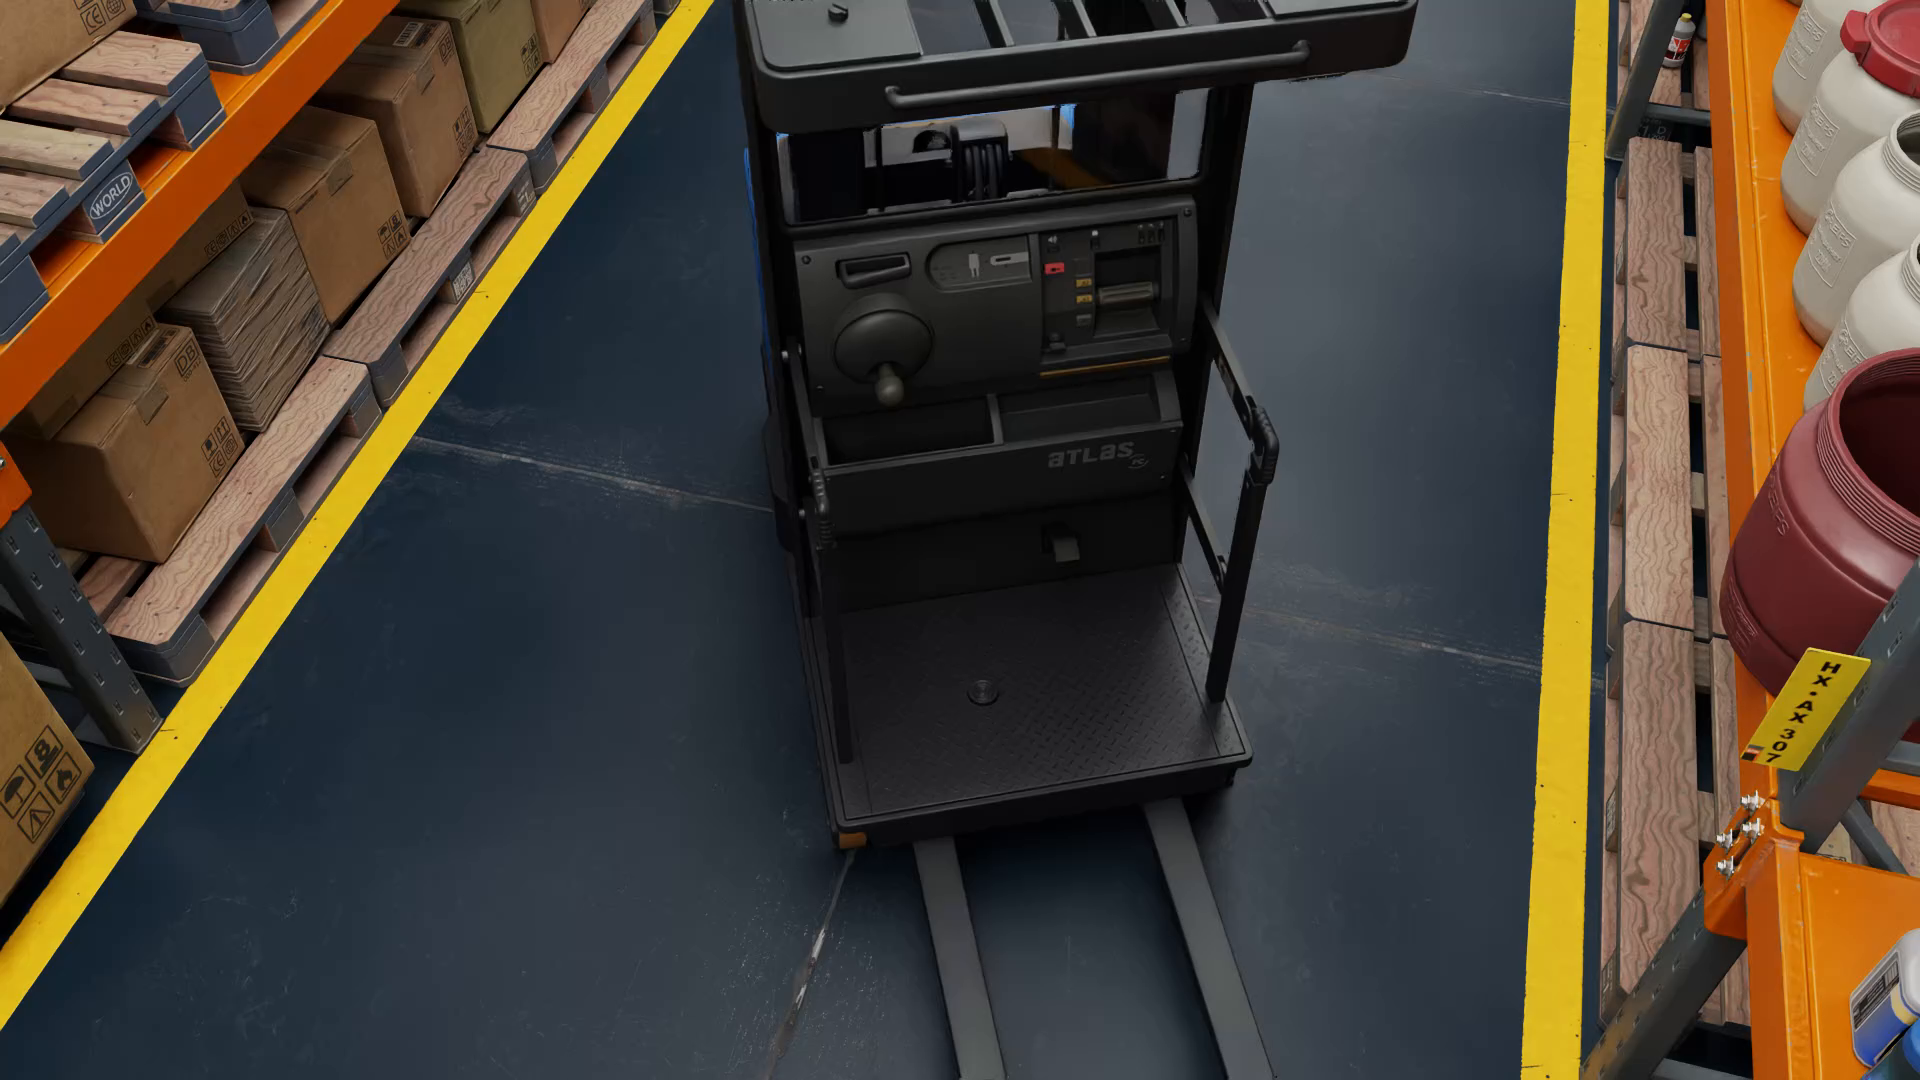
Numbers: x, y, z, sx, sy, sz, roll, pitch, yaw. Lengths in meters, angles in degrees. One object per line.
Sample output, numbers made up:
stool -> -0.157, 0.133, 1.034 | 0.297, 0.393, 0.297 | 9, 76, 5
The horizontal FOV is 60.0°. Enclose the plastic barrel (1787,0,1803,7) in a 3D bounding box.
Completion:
plastic barrel -> 2.581, -1.835, 4.778 | 0.433, 0.535, 0.433 | 0, 49, 0

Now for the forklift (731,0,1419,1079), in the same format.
forklift -> 0.137, -0.445, 3.688 | 1.130, 2.935, 3.031 | -8, 49, -7

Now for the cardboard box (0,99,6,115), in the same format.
cardboard box -> -2.683, -1.093, 3.867 | 0.500, 0.500, 0.500 | 6, 49, 5

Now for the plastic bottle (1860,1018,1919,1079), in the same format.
plastic bottle -> 1.509, 0.825, 2.607 | 0.097, 0.271, 0.097 | 0, 49, 0

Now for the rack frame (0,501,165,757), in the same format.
rack frame -> -2.787, -0.522, 3.710 | 1.000, 3.000, 0.127 | 12, 50, 10

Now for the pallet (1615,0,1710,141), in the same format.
pallet -> 3.261, -1.993, 6.868 | 1.003, 0.211, 1.213 | 12, 50, 10

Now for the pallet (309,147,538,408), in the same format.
pallet -> -2.257, -1.044, 6.031 | 1.003, 0.211, 1.213 | 12, 50, 10

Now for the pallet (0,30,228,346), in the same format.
pallet -> -2.702, -0.995, 4.256 | 1.213, 0.211, 1.003 | 12, 50, 10

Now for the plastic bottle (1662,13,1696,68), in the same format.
plastic bottle -> 2.839, -1.982, 6.571 | 0.097, 0.201, 0.097 | 0, 49, 0

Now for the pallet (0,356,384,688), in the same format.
pallet -> -2.580, -0.165, 5.255 | 1.003, 0.211, 1.213 | 12, 50, 10

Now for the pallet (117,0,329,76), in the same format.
pallet -> -2.305, -1.899, 5.053 | 1.003, 0.211, 1.213 | 12, 50, 10

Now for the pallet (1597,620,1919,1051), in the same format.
pallet -> 2.233, 0.825, 4.381 | 1.003, 0.211, 1.213 | 12, 50, 10

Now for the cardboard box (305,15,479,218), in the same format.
cardboard box -> -2.207, -1.548, 5.990 | 0.700, 0.500, 0.500 | 8, 49, 7

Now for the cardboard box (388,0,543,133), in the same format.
cardboard box -> -2.060, -1.953, 6.347 | 0.700, 0.500, 0.500 | 11, 50, 10

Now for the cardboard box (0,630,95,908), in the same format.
cardboard box -> -2.989, 0.537, 3.913 | 1.225, 0.875, 0.875 | 9, 49, 8

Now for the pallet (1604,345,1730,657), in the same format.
pallet -> 2.556, -0.055, 5.157 | 1.003, 0.211, 1.213 | 12, 50, 10

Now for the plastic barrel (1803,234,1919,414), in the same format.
plastic barrel -> 2.056, -0.368, 3.500 | 0.421, 0.512, 0.421 | 0, 49, 0

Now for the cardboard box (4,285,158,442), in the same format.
cardboard box -> -2.640, -0.580, 4.634 | 0.500, 0.250, 0.500 | 13, 50, 12

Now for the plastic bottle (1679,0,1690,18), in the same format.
plastic bottle -> 2.853, -2.098, 6.619 | 0.061, 0.283, 0.133 | 14, 50, 12

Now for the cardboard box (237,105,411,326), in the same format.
cardboard box -> -2.354, -1.145, 5.633 | 0.700, 0.500, 0.500 | 15, 50, 13

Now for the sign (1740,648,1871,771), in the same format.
sign -> 1.459, 0.297, 2.878 | 0.100, 0.325, 0.005 | 12, 50, 10

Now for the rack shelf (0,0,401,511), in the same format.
rack shelf -> -2.261, -1.731, 5.257 | 1.077, 0.370, 4.000 | 12, 50, 10

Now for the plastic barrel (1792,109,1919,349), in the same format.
plastic barrel -> 2.167, -0.673, 3.769 | 0.421, 0.512, 0.421 | 0, 49, 0

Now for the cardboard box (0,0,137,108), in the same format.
cardboard box -> -2.633, -1.516, 4.241 | 0.700, 0.500, 0.500 | 18, 51, 16

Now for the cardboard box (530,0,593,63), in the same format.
cardboard box -> -1.917, -2.294, 6.648 | 0.700, 0.500, 0.500 | 8, 49, 7

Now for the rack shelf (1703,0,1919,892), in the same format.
rack shelf -> 2.518, -0.754, 4.394 | 1.077, 0.370, 4.000 | 12, 50, 10

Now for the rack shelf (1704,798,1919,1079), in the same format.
rack shelf -> 1.465, 2.140, 1.841 | 1.077, 0.370, 4.000 | 12, 50, 10

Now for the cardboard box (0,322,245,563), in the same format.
cardboard box -> -2.630, -0.329, 4.914 | 0.700, 0.500, 0.500 | 9, 49, 8

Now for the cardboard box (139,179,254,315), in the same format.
cardboard box -> -2.510, -0.965, 4.975 | 0.500, 0.250, 0.500 | 17, 51, 14

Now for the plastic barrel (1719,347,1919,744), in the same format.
plastic barrel -> 1.821, 0.015, 3.146 | 0.600, 0.536, 0.708 | 12, 50, 10

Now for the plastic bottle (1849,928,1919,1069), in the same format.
plastic bottle -> 1.566, 0.745, 2.674 | 0.152, 0.276, 0.135 | 12, 50, 10

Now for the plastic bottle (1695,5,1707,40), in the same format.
plastic bottle -> 3.075, -2.202, 6.666 | 0.144, 0.351, 0.185 | 12, 50, 10

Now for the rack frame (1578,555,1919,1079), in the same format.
rack frame -> 1.991, 0.455, 2.848 | 1.000, 3.000, 0.127 | 12, 50, 10

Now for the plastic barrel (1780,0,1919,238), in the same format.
plastic barrel -> 2.274, -0.991, 4.033 | 0.433, 0.535, 0.433 | 0, 49, 0

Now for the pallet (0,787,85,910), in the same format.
pallet -> -3.067, 0.956, 4.266 | 1.003, 0.211, 1.213 | 12, 50, 10

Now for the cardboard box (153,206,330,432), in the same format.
cardboard box -> -2.496, -0.733, 5.270 | 0.700, 0.500, 0.500 | 8, 49, 7

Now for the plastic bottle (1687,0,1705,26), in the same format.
plastic bottle -> 2.936, -2.230, 6.691 | 0.144, 0.351, 0.185 | 10, 49, 9

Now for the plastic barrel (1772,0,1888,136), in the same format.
plastic barrel -> 2.388, -1.304, 4.309 | 0.433, 0.535, 0.433 | 0, 49, 0

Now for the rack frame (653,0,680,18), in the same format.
rack frame -> -1.734, -3.416, 6.264 | 1.000, 3.000, 0.127 | 12, 50, 10

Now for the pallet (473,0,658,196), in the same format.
pallet -> -1.938, -1.930, 6.812 | 1.003, 0.211, 1.213 | 12, 50, 10

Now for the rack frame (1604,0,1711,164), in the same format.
rack frame -> 3.044, -2.438, 5.401 | 1.000, 3.000, 0.127 | 12, 50, 10

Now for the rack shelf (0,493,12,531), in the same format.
rack shelf -> -3.313, 1.162, 2.703 | 1.077, 0.370, 4.000 | 12, 50, 10

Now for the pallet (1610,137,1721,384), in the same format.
pallet -> 2.875, -0.940, 5.939 | 1.003, 0.211, 1.213 | 12, 50, 10
